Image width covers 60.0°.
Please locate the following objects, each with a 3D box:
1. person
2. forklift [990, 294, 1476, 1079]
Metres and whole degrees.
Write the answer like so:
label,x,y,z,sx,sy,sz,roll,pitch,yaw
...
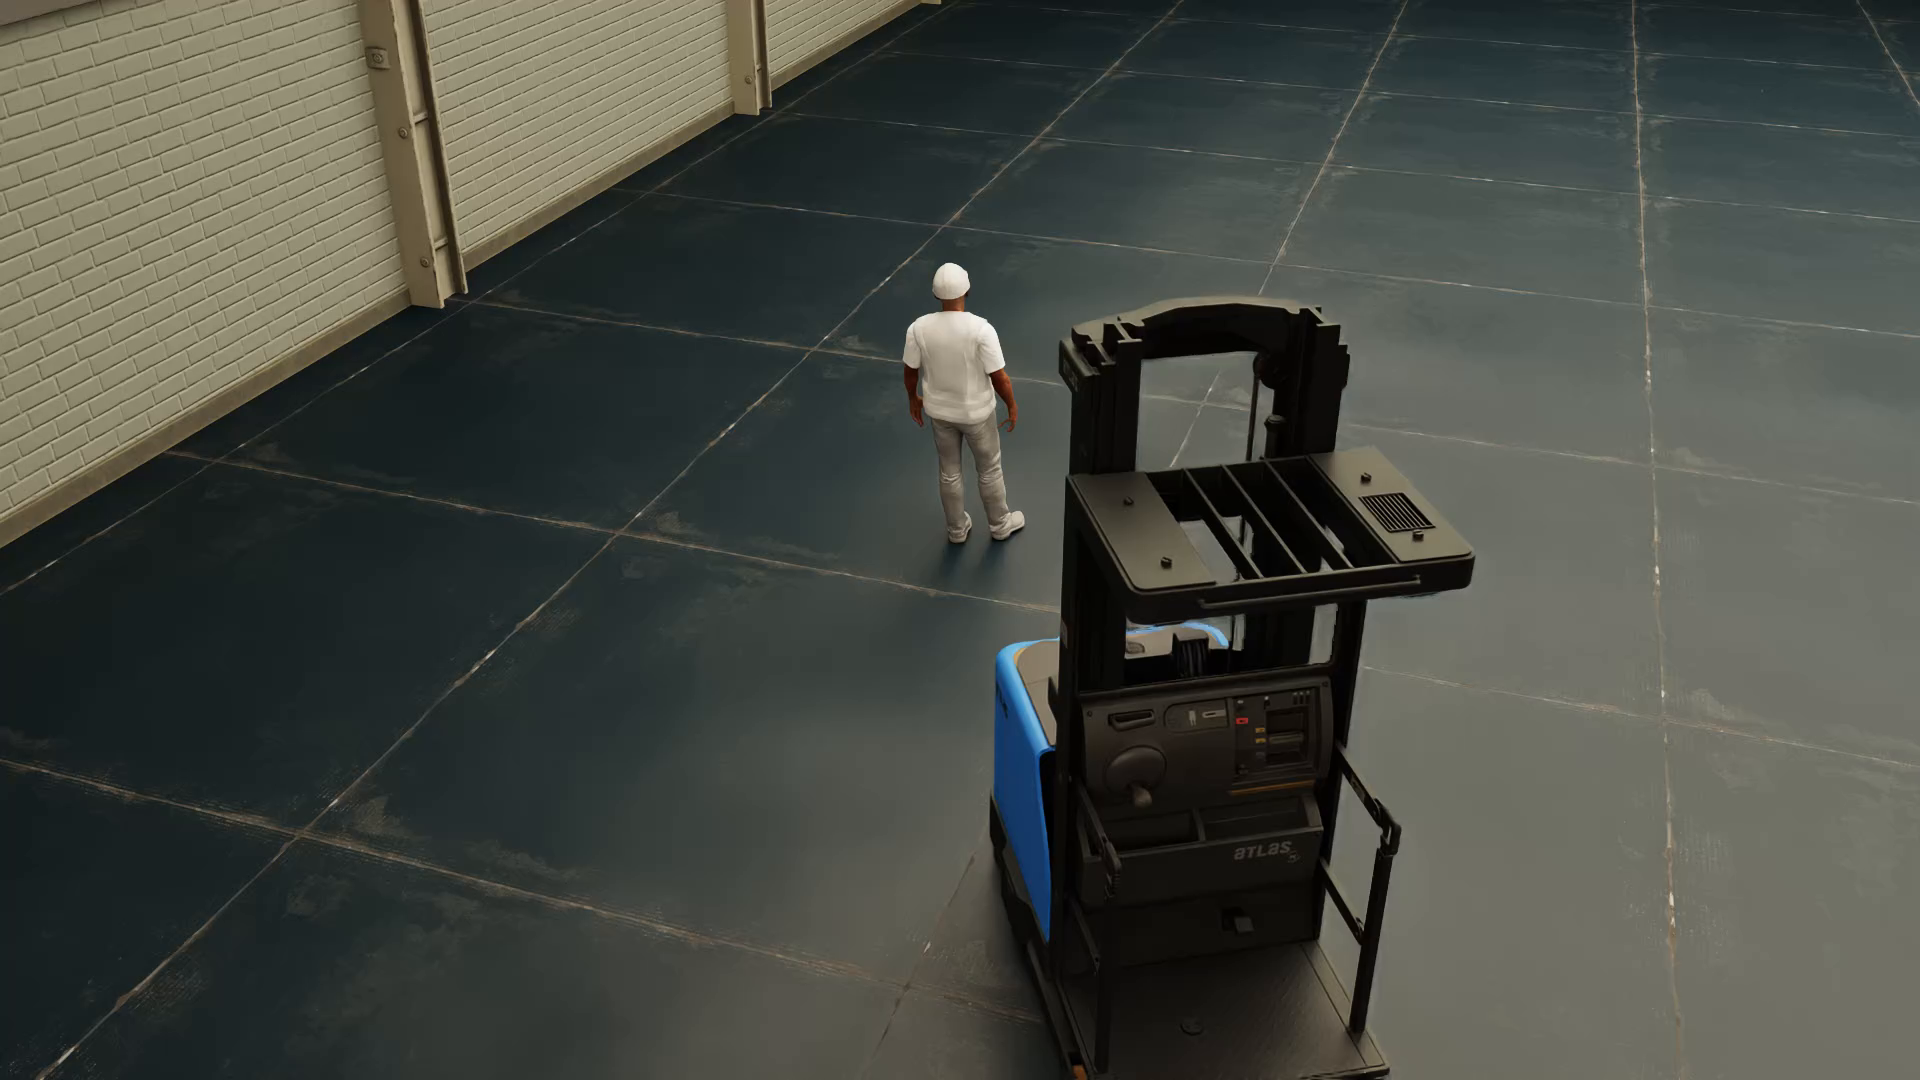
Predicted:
label,x,y,z,sx,sy,sz,roll,pitch,yaw
person,0.028,-0.806,9.711,0.665,1.768,0.575,10,31,16
forklift,0.938,0.772,5.781,1.130,2.935,3.031,-6,30,-10
